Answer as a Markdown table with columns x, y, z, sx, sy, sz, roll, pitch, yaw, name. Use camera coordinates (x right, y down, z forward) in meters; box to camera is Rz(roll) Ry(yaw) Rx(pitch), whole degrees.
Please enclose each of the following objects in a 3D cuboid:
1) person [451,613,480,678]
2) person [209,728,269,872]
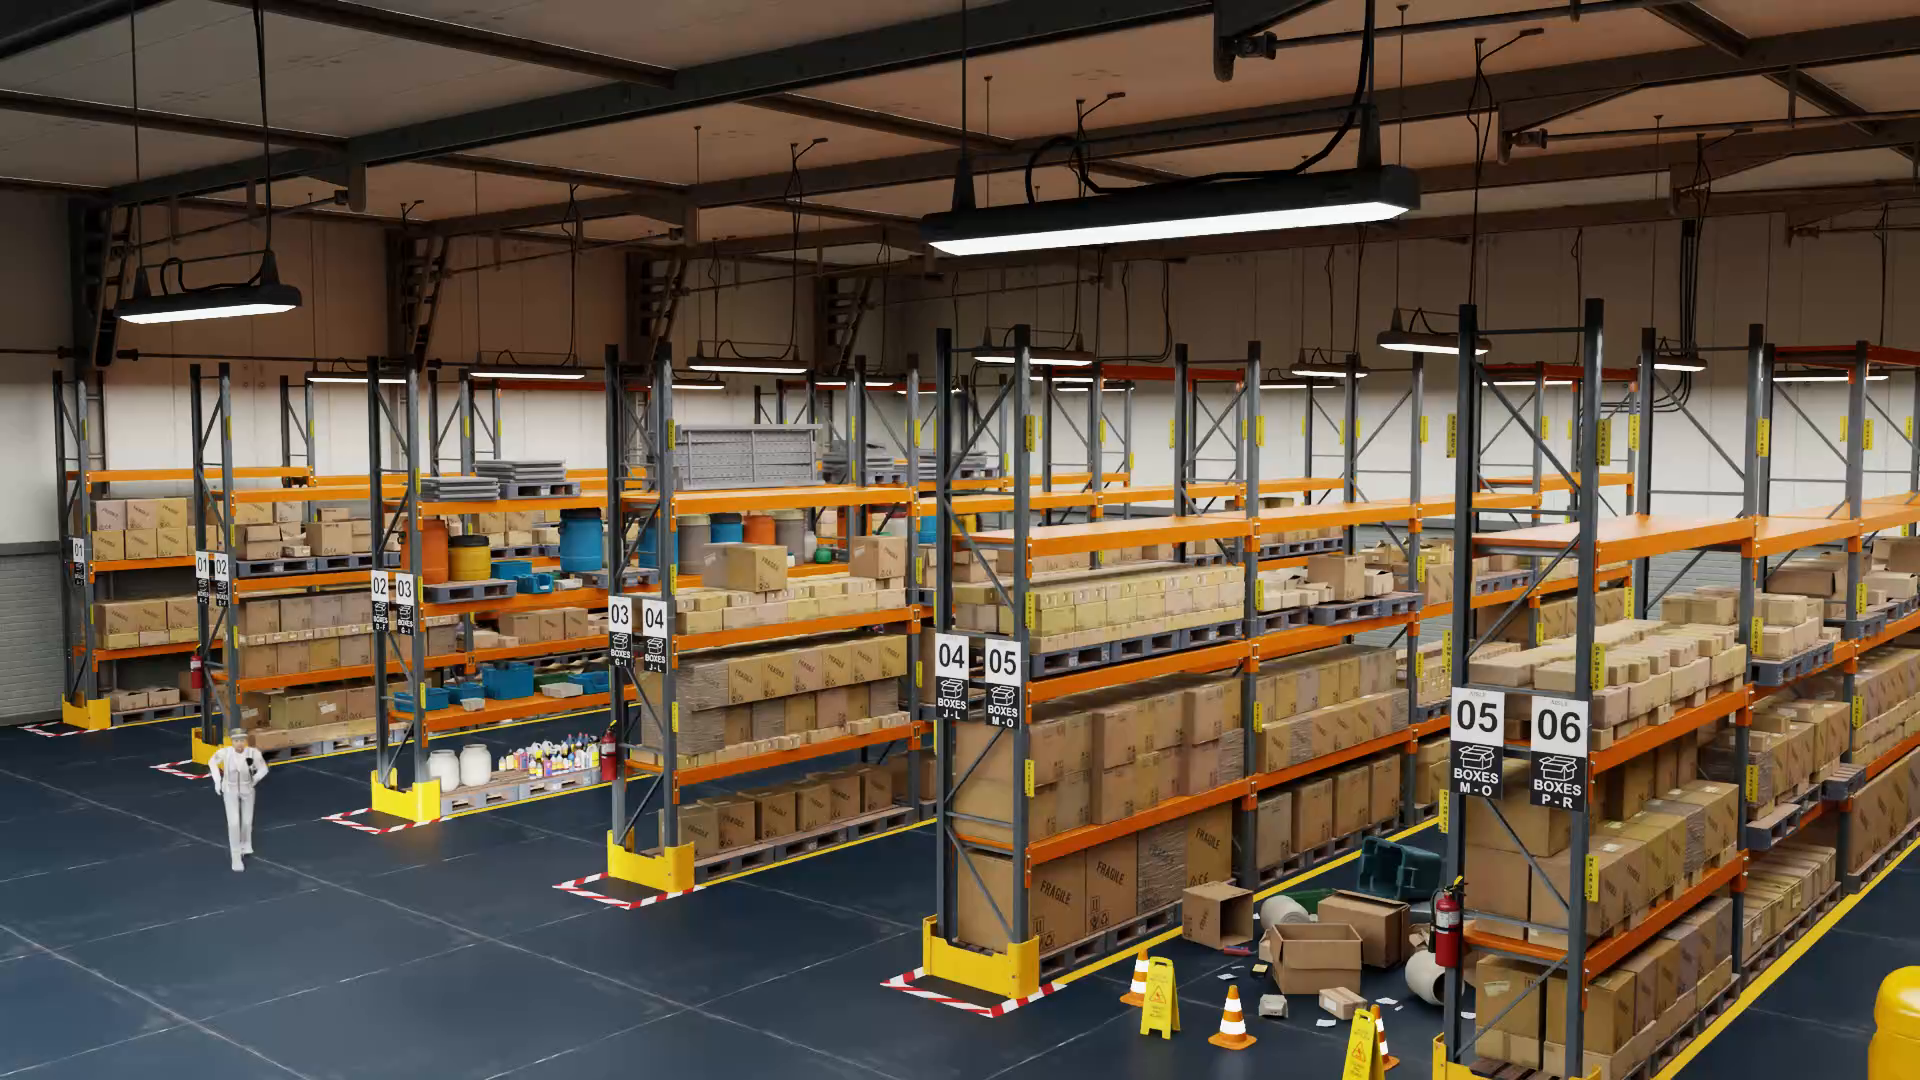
| x | y | z | sx | sy | sz | roll | pitch | yaw | name |
| --- | --- | --- | --- | --- | --- | --- | --- | --- | --- |
| -9.232 | 2.151 | 30.978 | 0.597 | 1.647 | 0.923 | 2 | 5 | 31 | person |
| -8.374 | 2.966 | 19.339 | 0.632 | 1.675 | 0.846 | -2 | 5 | -25 | person |
